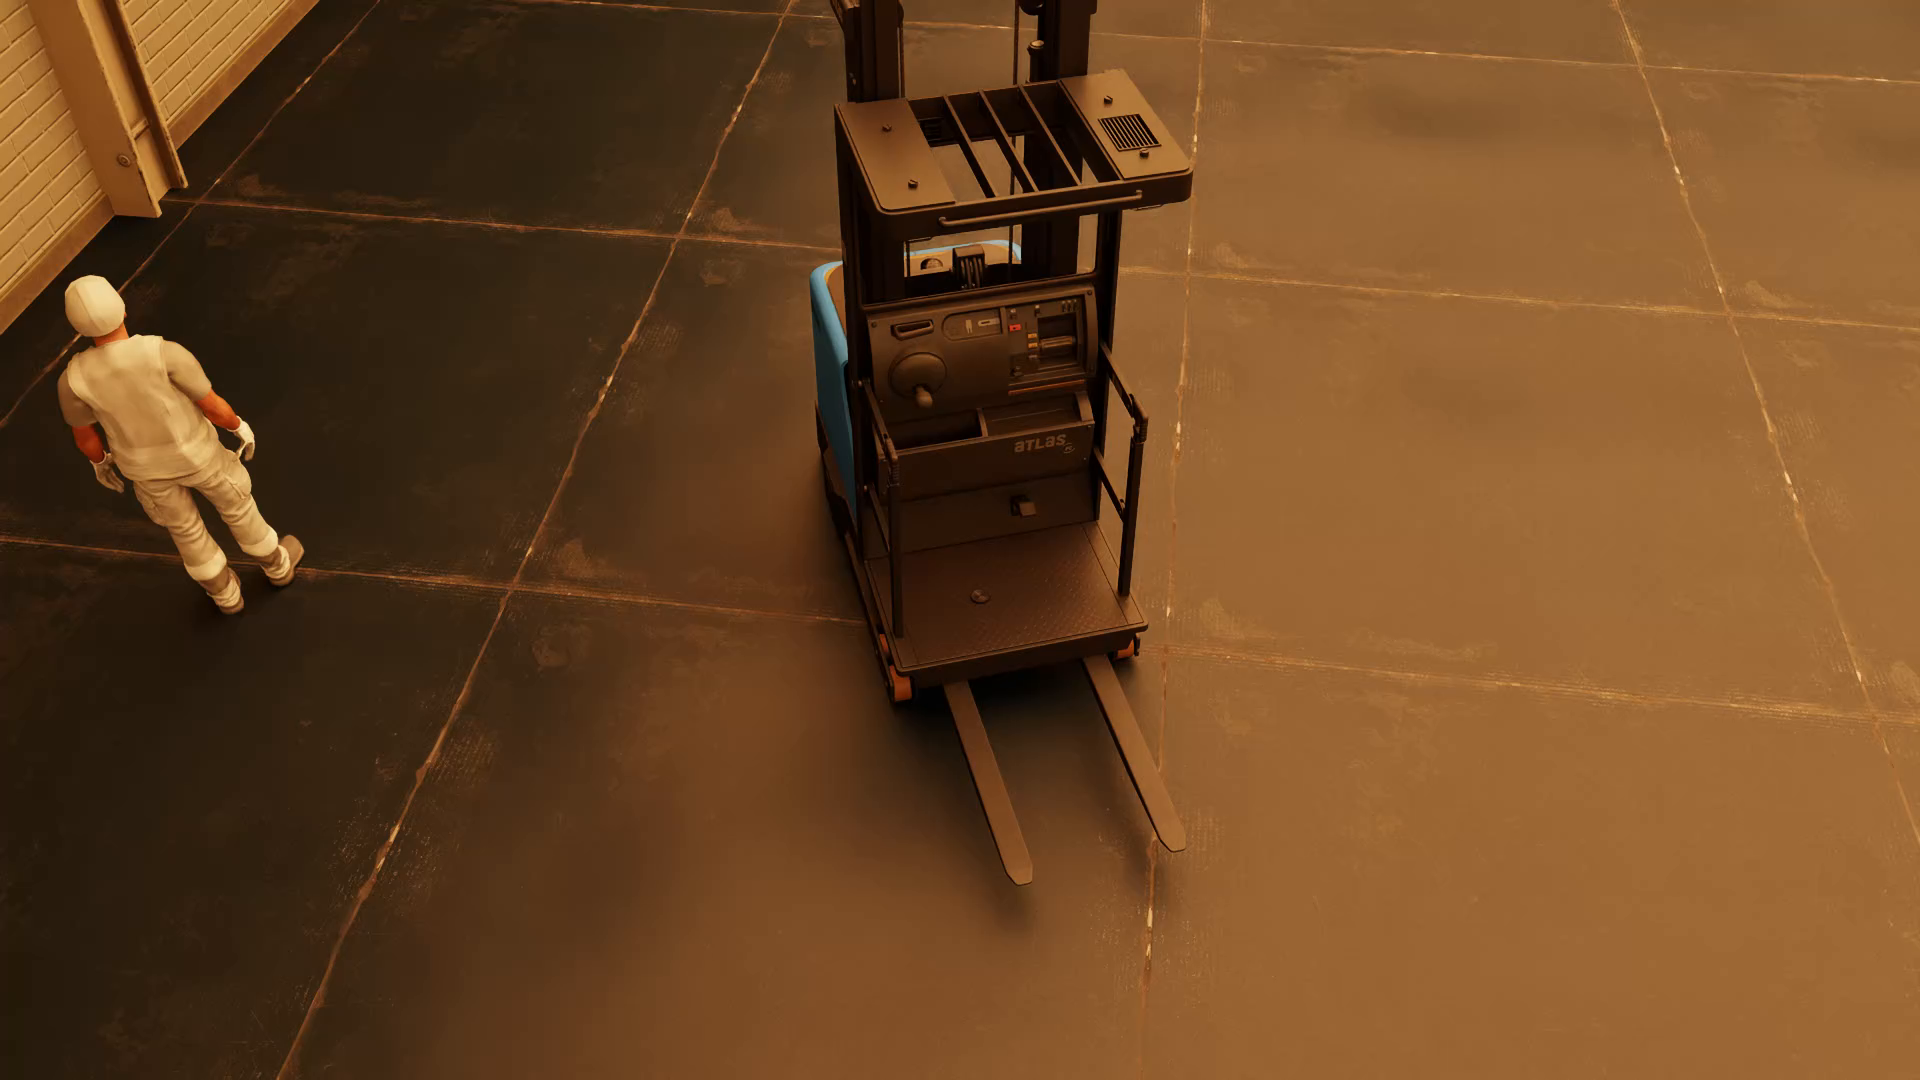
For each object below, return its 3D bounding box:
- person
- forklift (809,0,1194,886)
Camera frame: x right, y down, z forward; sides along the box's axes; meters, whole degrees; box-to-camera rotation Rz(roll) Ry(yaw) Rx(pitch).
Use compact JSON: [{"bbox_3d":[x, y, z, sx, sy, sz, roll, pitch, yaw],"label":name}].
[{"bbox_3d":[-3.313,-0.409,7.003,0.637,1.786,0.566,-12,44,-13],"label":"person"},{"bbox_3d":[0.153,-0.681,6.465,1.130,2.935,3.031,-10,44,-11],"label":"forklift"}]
